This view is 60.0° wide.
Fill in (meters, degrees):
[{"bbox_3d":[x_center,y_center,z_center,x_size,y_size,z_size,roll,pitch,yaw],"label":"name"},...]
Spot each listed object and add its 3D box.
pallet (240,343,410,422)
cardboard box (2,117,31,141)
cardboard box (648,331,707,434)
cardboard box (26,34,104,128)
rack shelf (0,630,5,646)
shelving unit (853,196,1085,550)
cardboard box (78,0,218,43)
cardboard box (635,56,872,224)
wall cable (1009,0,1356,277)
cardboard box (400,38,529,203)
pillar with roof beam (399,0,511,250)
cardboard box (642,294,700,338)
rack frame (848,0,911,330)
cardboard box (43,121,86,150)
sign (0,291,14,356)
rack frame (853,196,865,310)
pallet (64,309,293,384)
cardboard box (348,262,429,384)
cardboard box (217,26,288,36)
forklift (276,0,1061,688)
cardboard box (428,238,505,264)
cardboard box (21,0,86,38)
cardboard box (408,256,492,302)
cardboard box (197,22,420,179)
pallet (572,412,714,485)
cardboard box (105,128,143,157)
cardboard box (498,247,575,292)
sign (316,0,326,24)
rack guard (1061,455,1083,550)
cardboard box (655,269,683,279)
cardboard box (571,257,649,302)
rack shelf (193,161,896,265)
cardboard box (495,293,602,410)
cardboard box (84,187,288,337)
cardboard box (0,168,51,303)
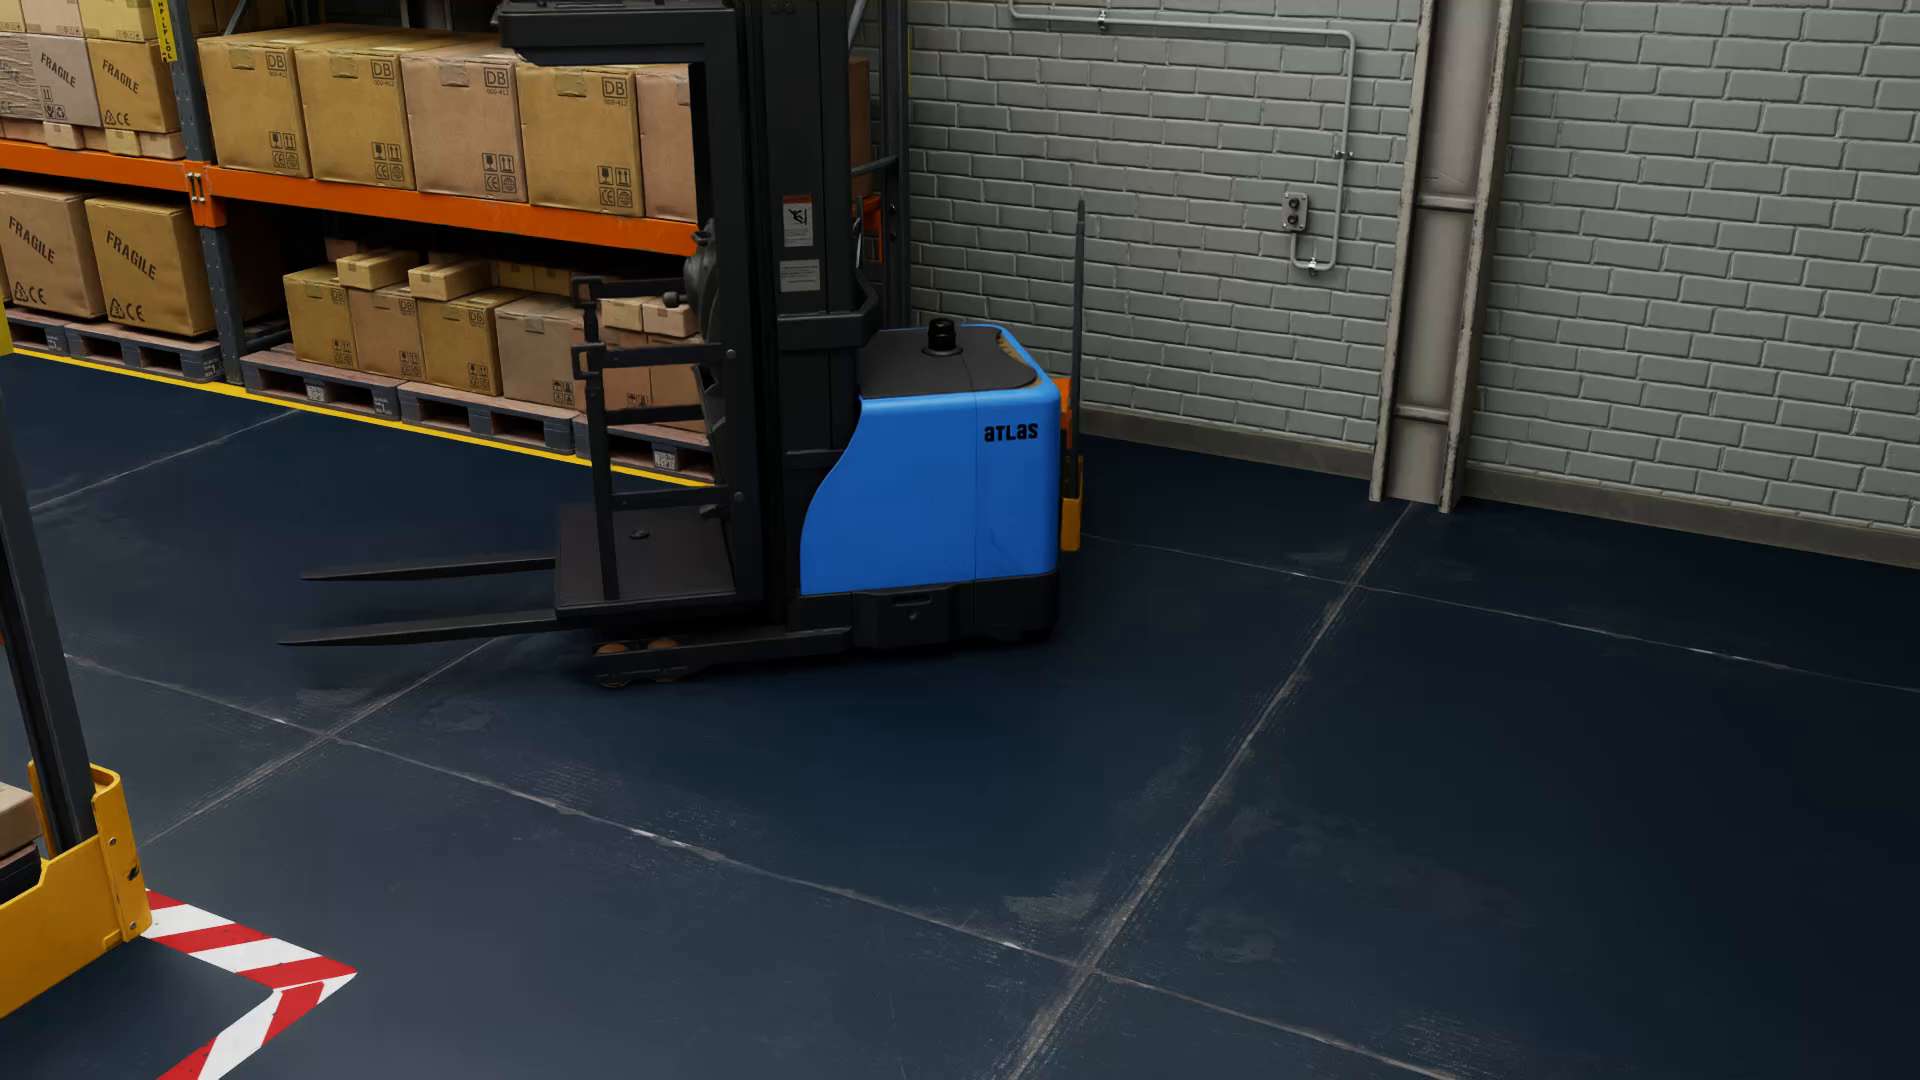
[{"bbox_3d":[-3.462,-1.033,9.909,1.213,0.211,1.003,11,25,25],"label":"pallet"},{"bbox_3d":[-5.648,-2.572,10.260,0.250,0.149,0.380,10,25,23],"label":"cardboard box"},{"bbox_3d":[-1.205,-0.903,8.698,0.500,0.500,0.700,11,25,25],"label":"cardboard box"},{"bbox_3d":[-5.090,-2.750,9.850,0.500,0.500,0.500,11,26,25],"label":"cardboard box"},{"bbox_3d":[-4.552,-0.063,4.984,4.000,0.370,1.077,11,25,25],"label":"rack shelf"},{"bbox_3d":[0.034,-0.775,7.656,1.083,1.500,0.587,2,23,5],"label":"shelving unit"},{"bbox_3d":[-4.637,-3.008,9.499,0.500,0.250,0.500,12,26,26],"label":"cardboard box"},{"bbox_3d":[-0.995,-1.996,8.227,0.700,0.700,0.980,12,26,27],"label":"cardboard box"},{"bbox_3d":[1.034,-2.343,8.129,1.851,1.984,0.084,11,25,25],"label":"wall cable"},{"bbox_3d":[-2.325,-2.258,8.845,0.700,0.700,0.980,10,25,22],"label":"cardboard box"},{"bbox_3d":[-5.032,-3.913,5.454,0.400,9.000,9.100,11,25,25],"label":"pillar with roof beam"},{"bbox_3d":[-1.402,-1.161,8.475,0.250,0.149,0.380,11,25,24],"label":"cardboard box"},{"bbox_3d":[-0.535,-1.771,8.083,0.127,3.000,1.000,11,25,25],"label":"rack frame"},{"bbox_3d":[-5.243,-2.456,9.988,0.250,0.149,0.380,11,25,25],"label":"cardboard box"},{"bbox_3d":[-2.522,-0.629,4.289,0.005,0.325,0.100,11,25,25],"label":"sign"},{"bbox_3d":[-0.482,-0.792,7.696,0.032,1.500,0.500,2,23,5],"label":"rack frame"},{"bbox_3d":[-4.828,-1.304,10.548,1.213,0.211,1.003,11,25,25],"label":"pallet"},{"bbox_3d":[-3.037,-1.263,9.544,0.500,0.500,0.700,11,25,24],"label":"cardboard box"},{"bbox_3d":[-4.402,-2.839,10.060,0.500,0.500,0.500,10,25,23],"label":"cardboard box"},{"bbox_3d":[-1.165,-1.005,6.369,3.031,2.935,1.130,-5,24,-11],"label":"forklift"},{"bbox_3d":[-2.817,-1.608,9.526,0.250,0.149,0.380,10,25,23],"label":"cardboard box"},{"bbox_3d":[-5.089,-3.102,9.719,0.500,0.250,0.500,12,26,26],"label":"cardboard box"},{"bbox_3d":[-2.795,-1.435,9.120,0.250,0.149,0.380,10,25,23],"label":"cardboard box"},{"bbox_3d":[-3.628,-2.514,9.446,0.700,0.700,0.980,12,26,25],"label":"cardboard box"},{"bbox_3d":[-1.284,-0.602,8.896,1.213,0.211,1.003,11,25,25],"label":"pallet"},{"bbox_3d":[-4.770,-2.369,9.782,0.250,0.149,0.380,12,26,26],"label":"cardboard box"},{"bbox_3d":[-2.361,-1.517,9.314,0.250,0.149,0.380,11,25,24],"label":"cardboard box"},{"bbox_3d":[-3.856,-3.107,10.015,0.005,0.325,0.100,11,25,25],"label":"sign"},{"bbox_3d":[0.530,-0.183,7.861,0.087,0.250,0.587,2,23,5],"label":"rack guard"},{"bbox_3d":[-1.456,-1.339,8.893,0.250,0.149,0.380,11,26,25],"label":"cardboard box"},{"bbox_3d":[-1.906,-1.428,9.103,0.250,0.149,0.380,12,26,25],"label":"cardboard box"},{"bbox_3d":[-2.320,-1.794,9.054,4.000,0.370,1.077,11,25,25],"label":"rack shelf"},{"bbox_3d":[-2.101,-1.080,9.114,0.500,0.500,0.700,10,25,23],"label":"cardboard box"},{"bbox_3d":[-4.744,-1.751,10.245,0.750,0.750,0.750,12,26,25],"label":"cardboard box"},{"bbox_3d":[-6.299,-2.056,10.961,0.750,0.750,0.750,11,25,24],"label":"cardboard box"}]
